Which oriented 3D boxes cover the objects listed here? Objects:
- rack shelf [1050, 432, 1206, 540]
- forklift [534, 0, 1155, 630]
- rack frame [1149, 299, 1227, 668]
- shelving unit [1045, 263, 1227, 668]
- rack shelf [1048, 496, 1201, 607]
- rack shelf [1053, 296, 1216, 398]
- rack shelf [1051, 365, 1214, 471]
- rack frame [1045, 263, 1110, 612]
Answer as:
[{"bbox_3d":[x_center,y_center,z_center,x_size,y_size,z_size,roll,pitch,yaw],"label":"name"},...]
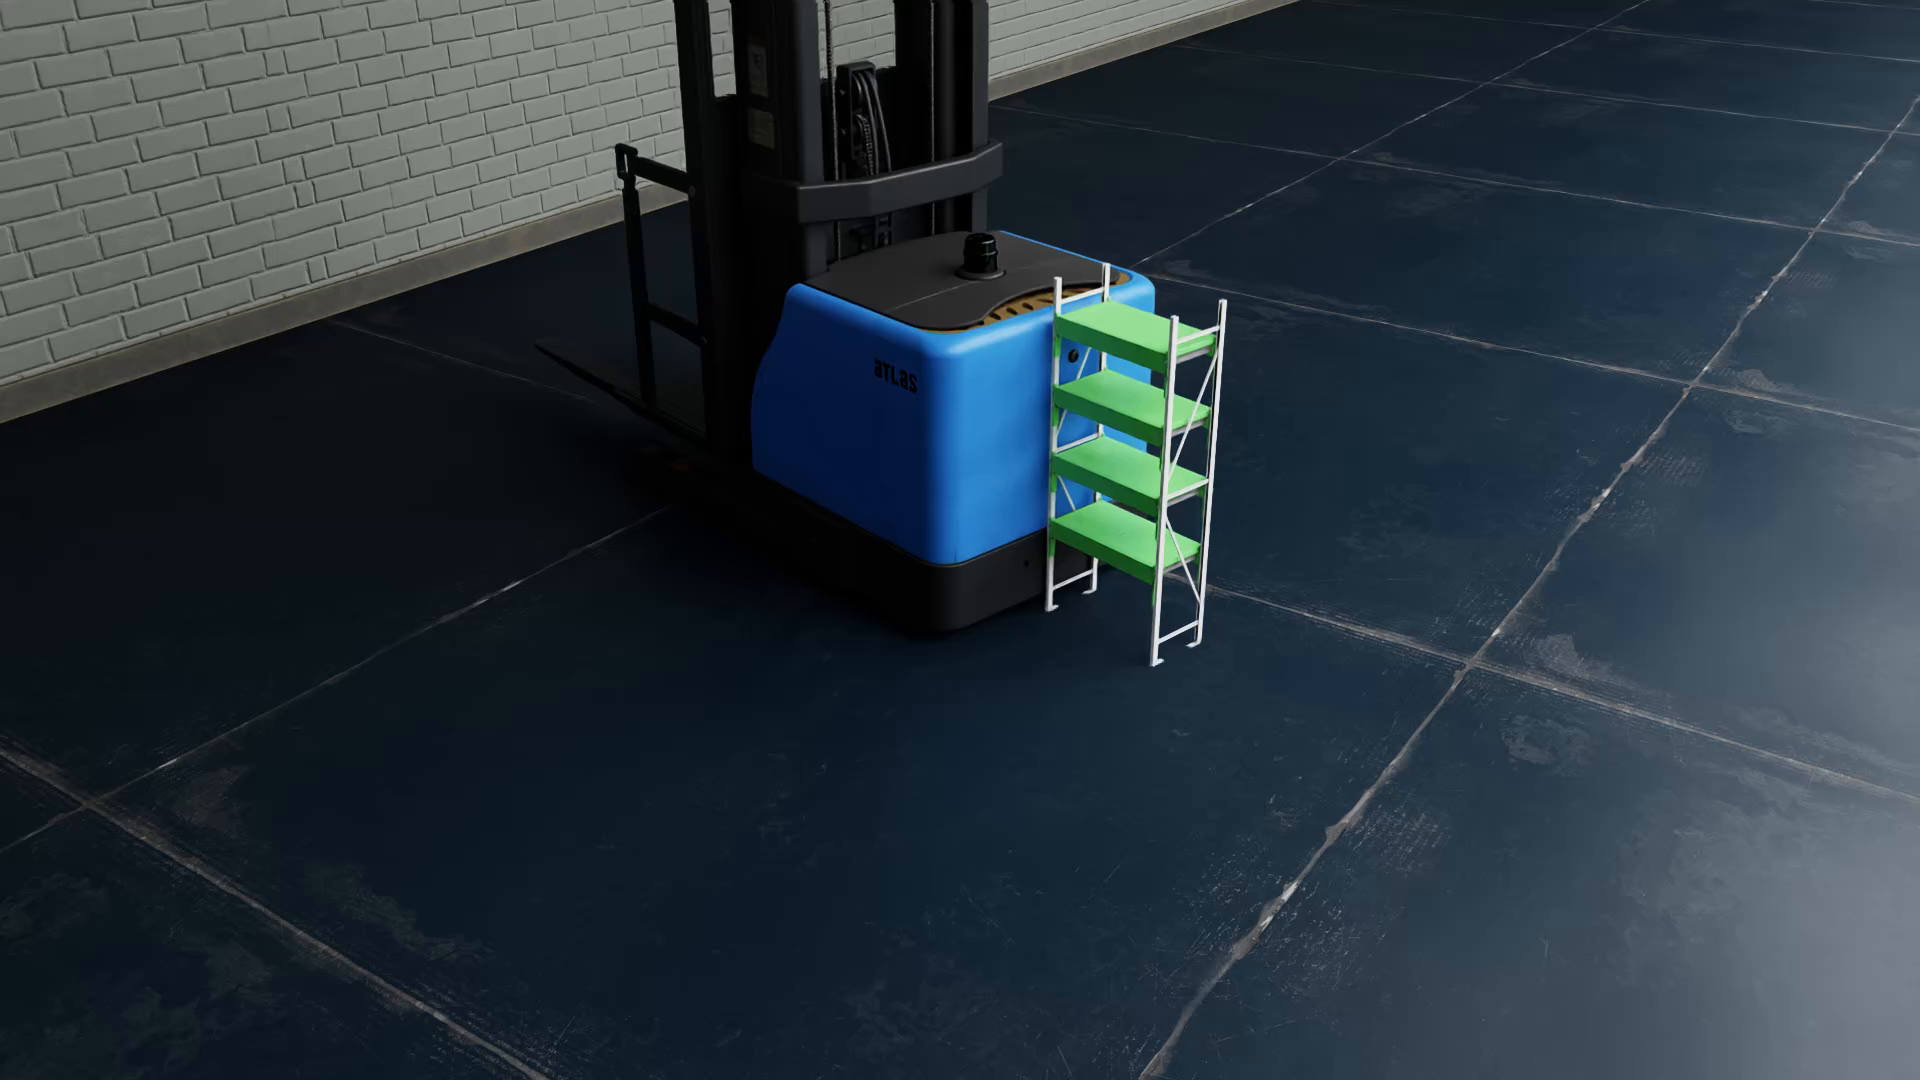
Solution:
[{"bbox_3d":[0.551,-0.182,5.426,0.258,0.148,0.480,-22,34,-36],"label":"rack shelf"},{"bbox_3d":[-0.675,-1.593,6.149,1.130,2.935,3.031,-22,34,-36],"label":"forklift"},{"bbox_3d":[0.713,-0.157,5.235,0.240,1.200,0.015,-22,34,-36],"label":"rack frame"},{"bbox_3d":[0.551,-0.239,5.398,0.258,1.200,0.503,-22,34,-36],"label":"shelving unit"},{"bbox_3d":[0.551,0.031,5.535,0.258,0.148,0.480,-22,34,-36],"label":"rack shelf"},{"bbox_3d":[0.551,-0.610,5.209,0.258,0.148,0.480,-22,34,-36],"label":"rack shelf"},{"bbox_3d":[0.551,-0.396,5.318,0.258,0.148,0.480,-22,34,-36],"label":"rack shelf"},{"bbox_3d":[0.389,-0.322,5.560,0.240,1.200,0.015,-22,34,-36],"label":"rack frame"}]
